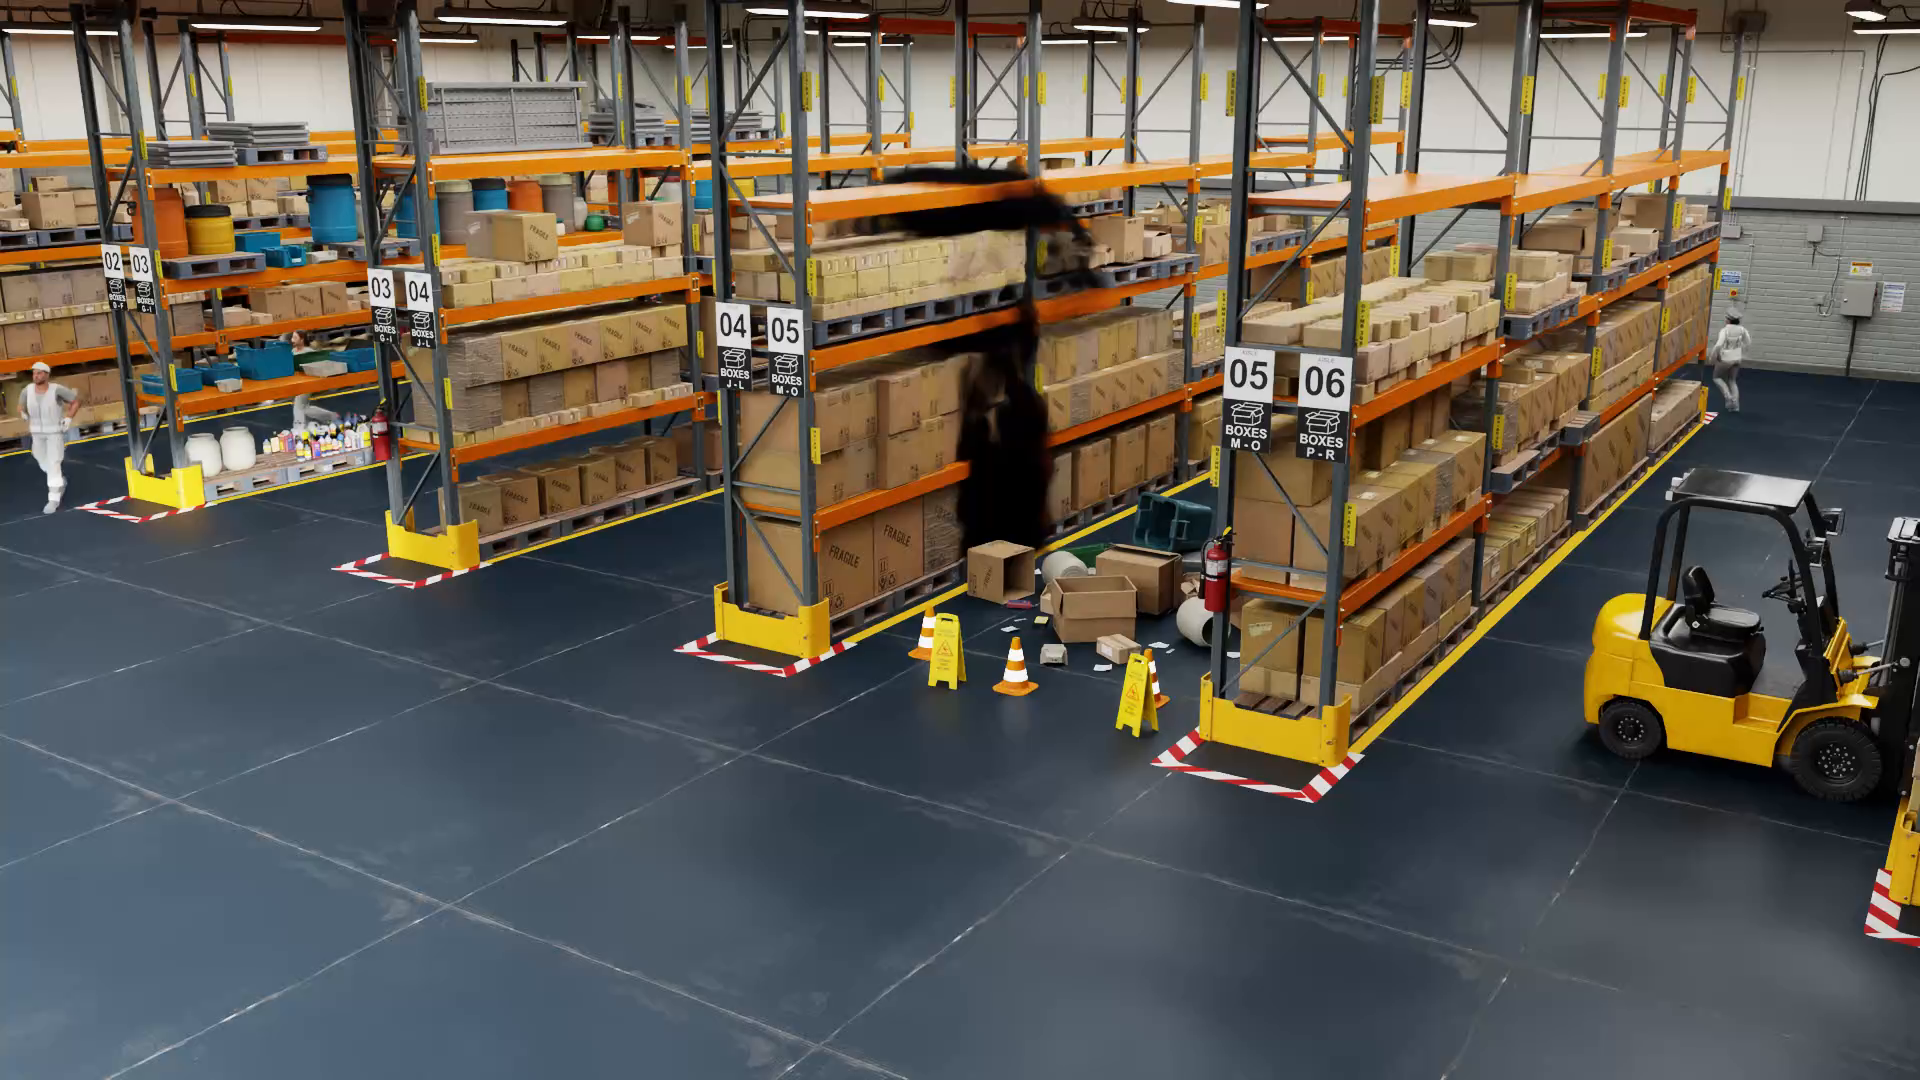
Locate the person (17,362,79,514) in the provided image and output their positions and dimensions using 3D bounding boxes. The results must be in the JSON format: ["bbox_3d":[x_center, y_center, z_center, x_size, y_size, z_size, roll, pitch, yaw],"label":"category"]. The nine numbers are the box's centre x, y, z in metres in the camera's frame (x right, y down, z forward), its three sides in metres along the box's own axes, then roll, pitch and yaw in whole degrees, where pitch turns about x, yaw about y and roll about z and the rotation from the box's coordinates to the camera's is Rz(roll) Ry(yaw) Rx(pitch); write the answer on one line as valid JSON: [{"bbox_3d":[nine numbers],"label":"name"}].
[{"bbox_3d":[-11.255,-1.292,20.492,0.662,1.808,0.861,-1,16,-2],"label":"person"}]

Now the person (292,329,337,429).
[{"bbox_3d":[-9.510,-2.234,24.147,0.568,1.641,0.852,11,19,35],"label":"person"}]

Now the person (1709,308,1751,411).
[{"bbox_3d":[12.205,-2.873,26.491,0.690,1.650,0.488,-3,16,-10],"label":"person"}]

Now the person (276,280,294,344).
[{"bbox_3d":[-11.979,-3.808,29.652,0.672,1.824,0.762,10,19,33],"label":"person"}]
